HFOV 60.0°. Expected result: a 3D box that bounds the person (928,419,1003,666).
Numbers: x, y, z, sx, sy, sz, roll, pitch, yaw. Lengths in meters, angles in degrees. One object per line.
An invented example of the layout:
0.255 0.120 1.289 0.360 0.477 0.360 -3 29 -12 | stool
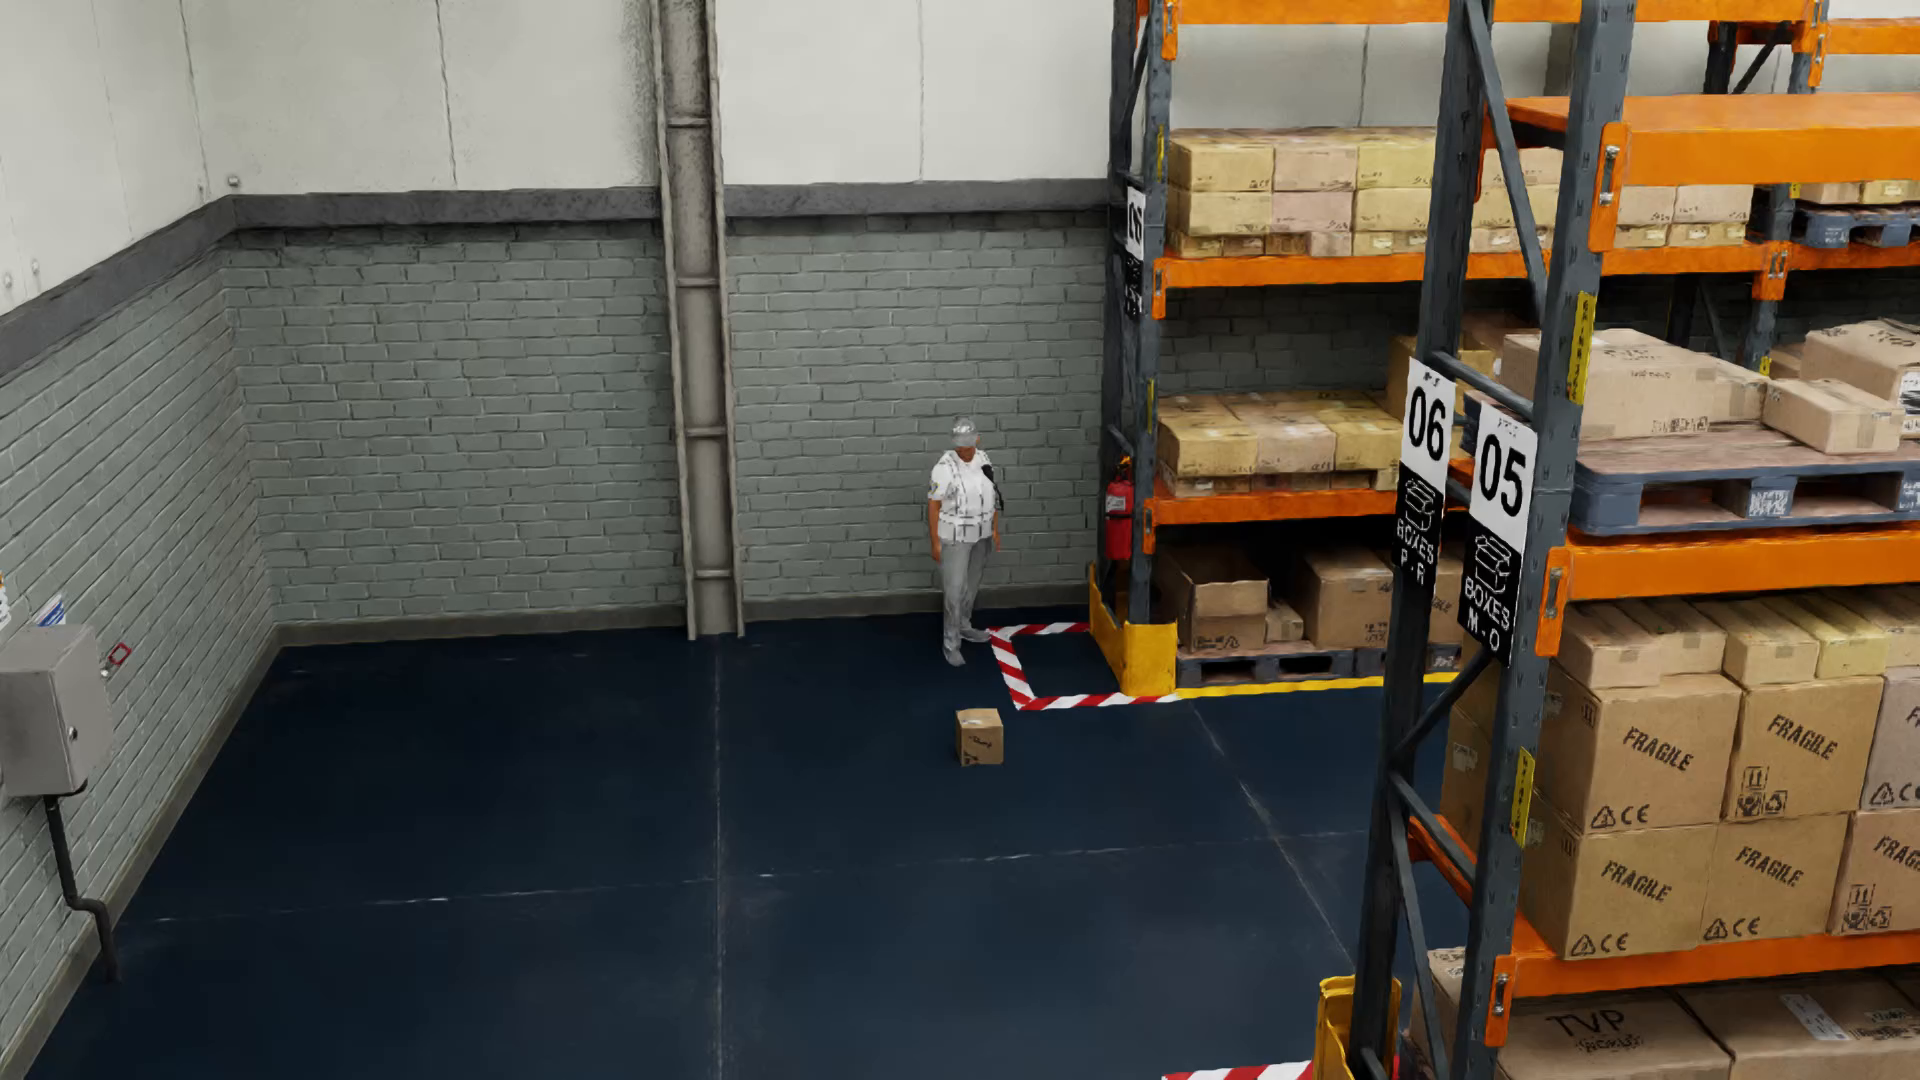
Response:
0.023 0.007 11.131 0.515 1.727 0.455 -18 27 -41 | person
